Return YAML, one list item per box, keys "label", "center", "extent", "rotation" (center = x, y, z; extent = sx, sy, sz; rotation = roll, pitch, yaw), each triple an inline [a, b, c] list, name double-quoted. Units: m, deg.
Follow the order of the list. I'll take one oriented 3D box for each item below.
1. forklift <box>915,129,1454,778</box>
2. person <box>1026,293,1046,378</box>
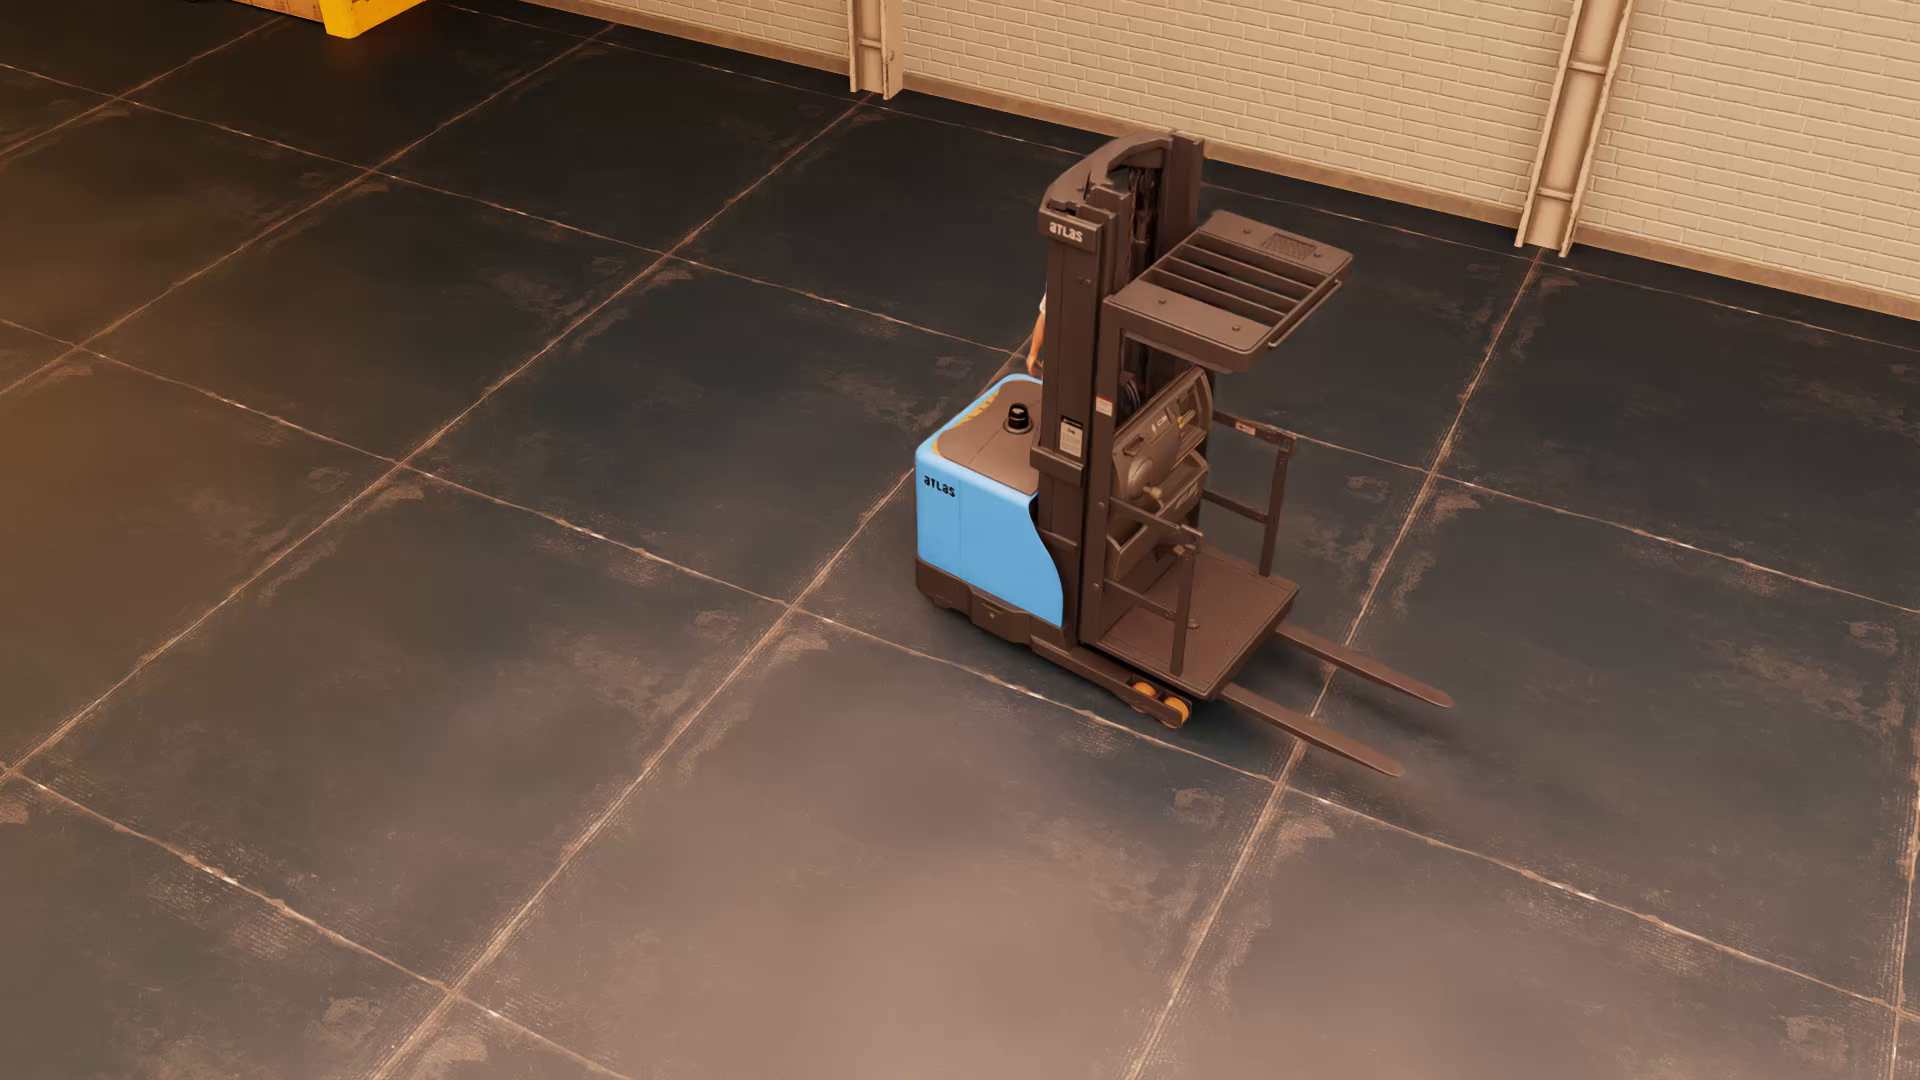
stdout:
- label: "forklift"
  center: [1.226, -0.491, 8.569]
  extent: [3.031, 2.935, 1.130]
  rotation: [25, 46, 27]
- label: "person"
  center: [0.749, -1.041, 10.159]
  extent: [0.775, 1.724, 0.386]
  rotation: [23, 45, 25]
